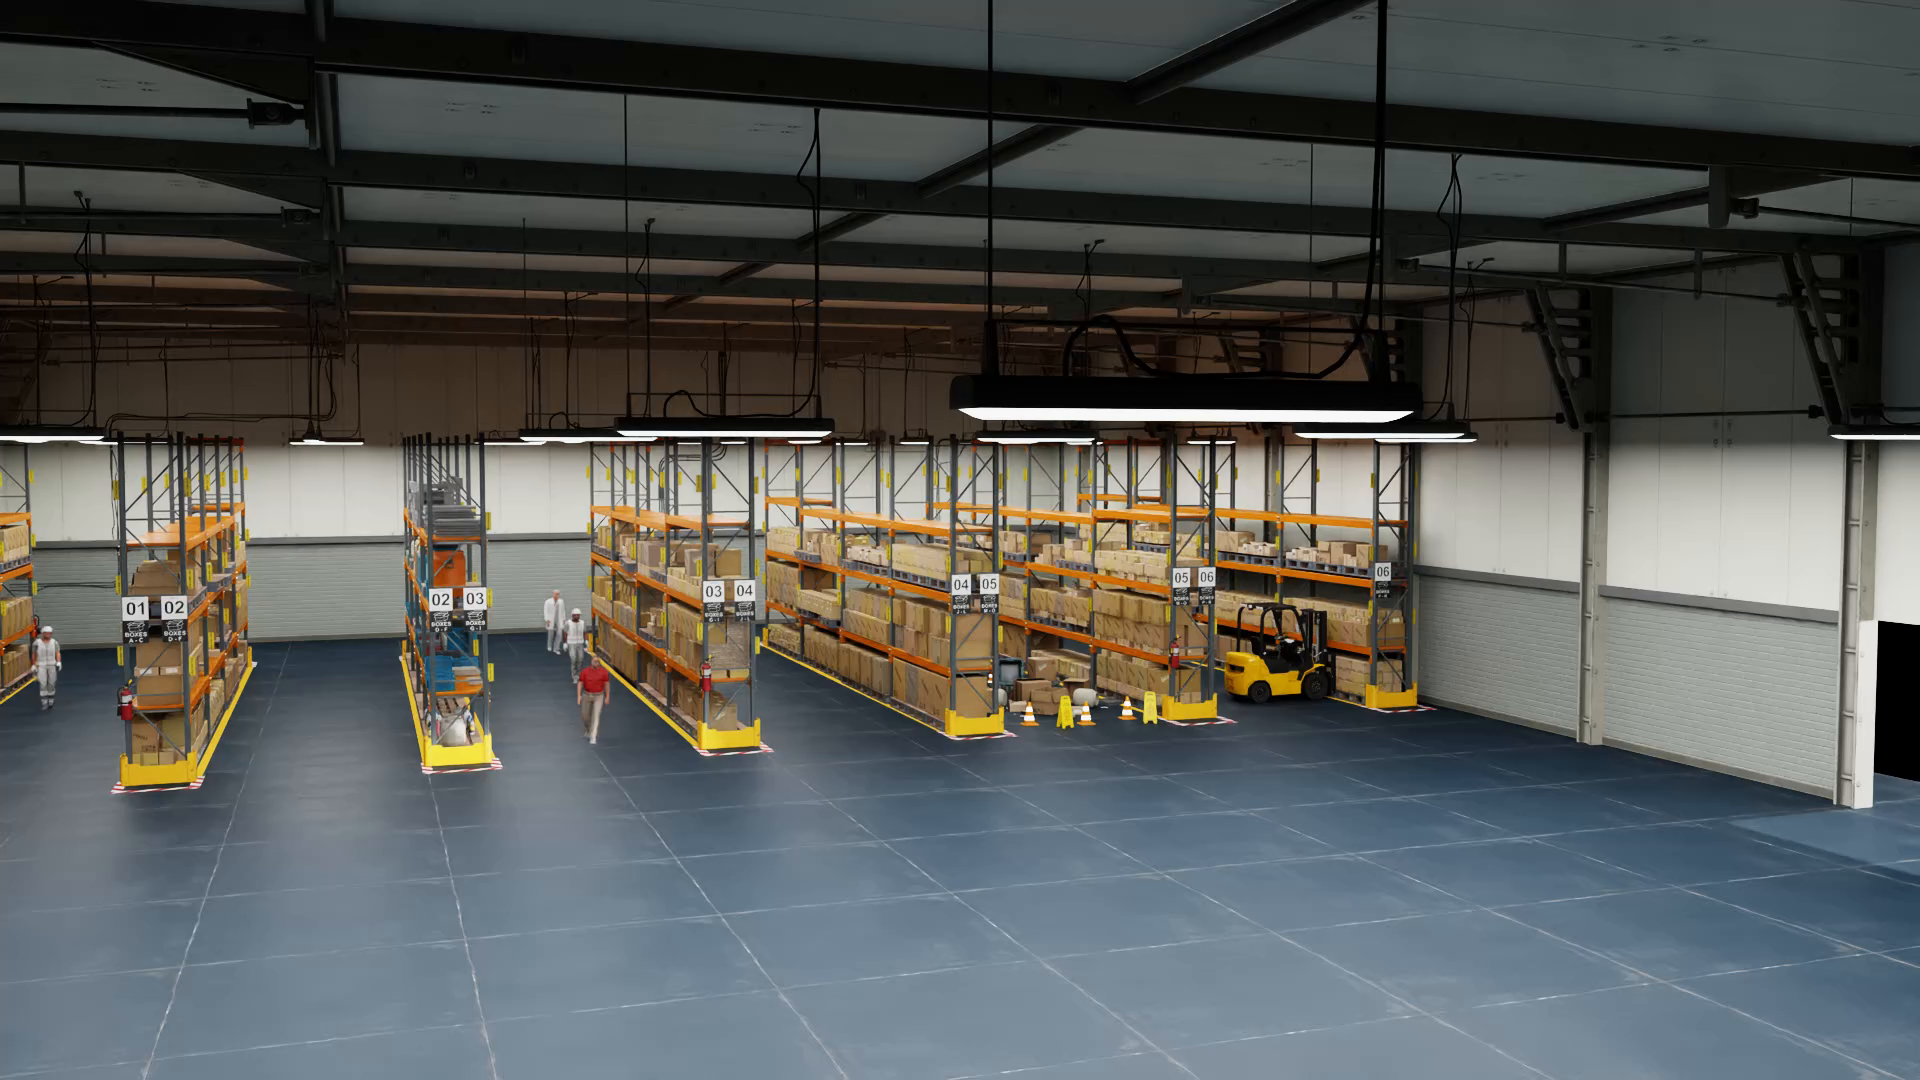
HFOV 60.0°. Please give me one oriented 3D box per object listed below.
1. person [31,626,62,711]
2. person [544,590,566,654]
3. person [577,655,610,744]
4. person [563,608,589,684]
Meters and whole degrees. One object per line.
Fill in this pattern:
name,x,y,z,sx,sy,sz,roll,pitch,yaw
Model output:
person,-20.036,2.813,36.536,0.562,1.804,0.671,-3,4,-41
person,-11.310,2.299,46.479,0.660,1.810,0.742,-2,4,-34
person,-7.143,3.080,32.411,0.618,1.684,0.961,-1,3,-12
person,-9.347,2.588,40.689,0.576,1.801,0.684,-2,4,-34
